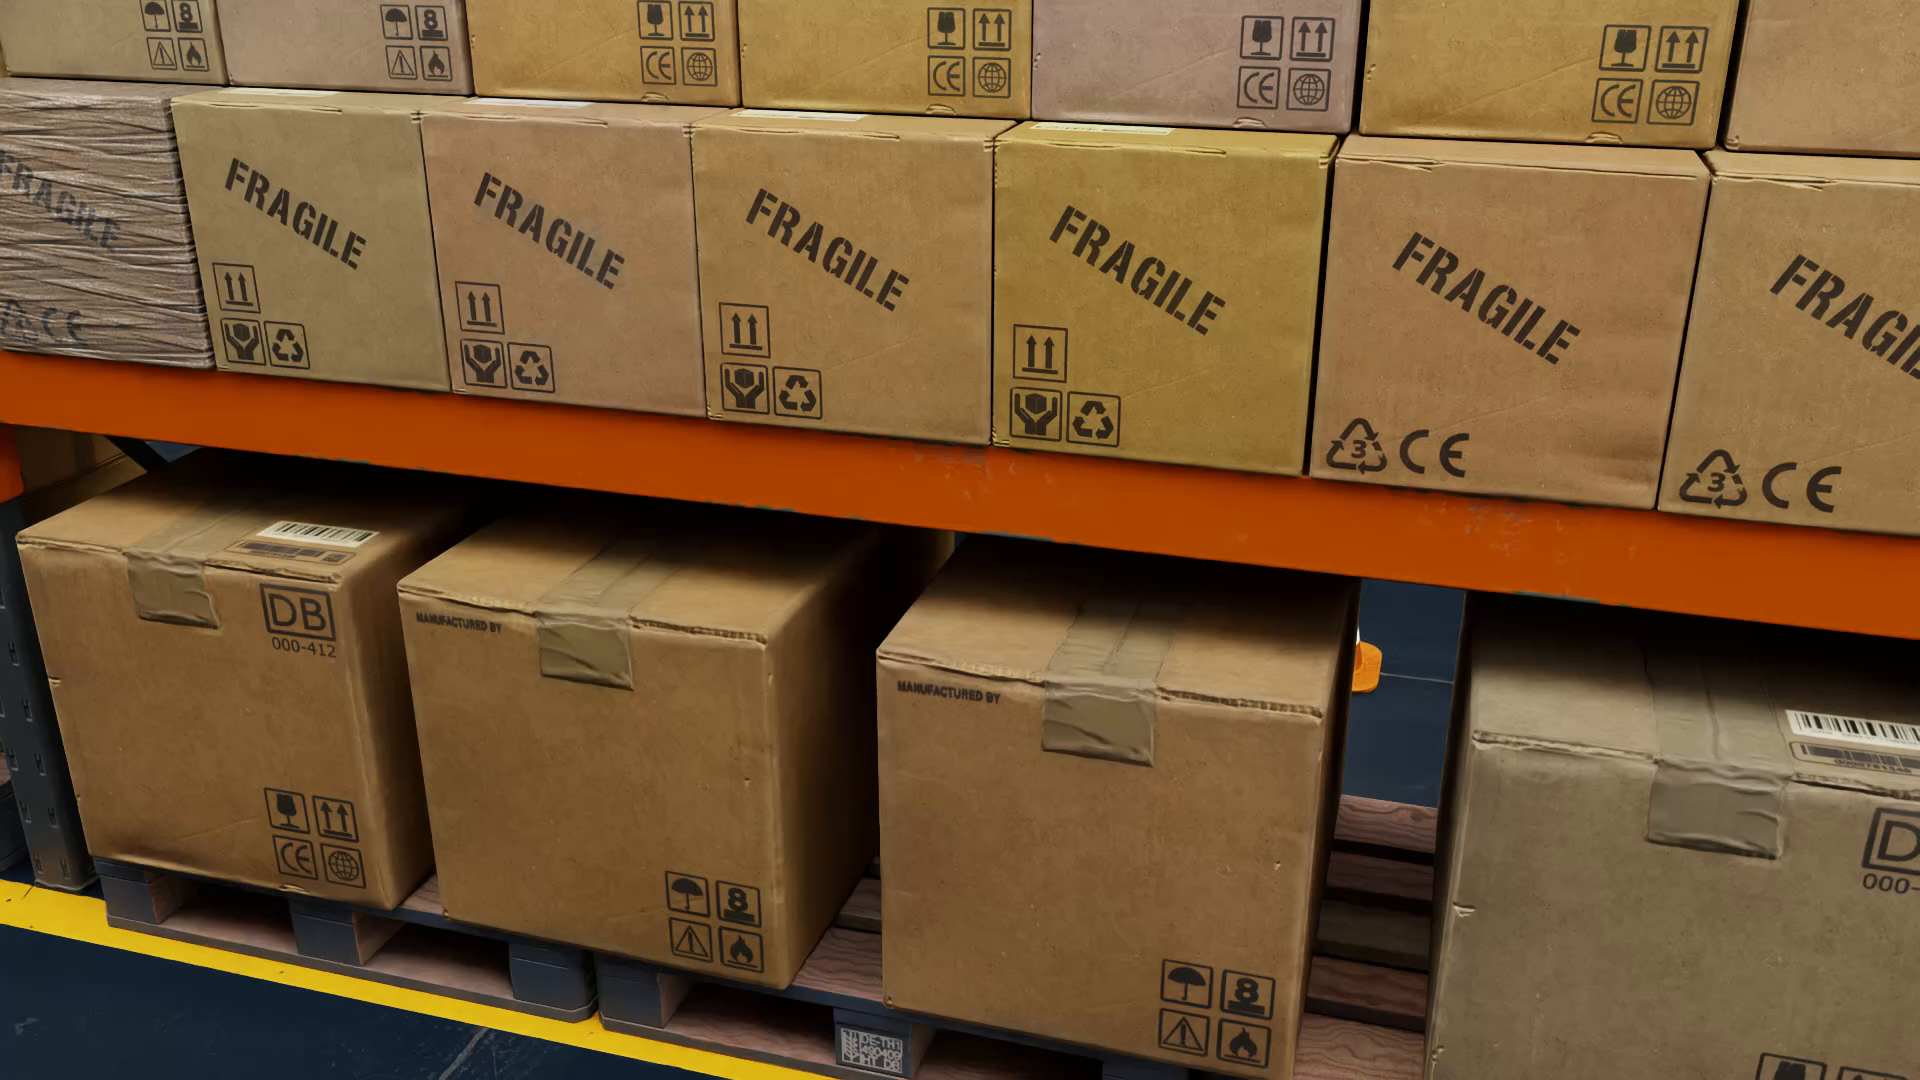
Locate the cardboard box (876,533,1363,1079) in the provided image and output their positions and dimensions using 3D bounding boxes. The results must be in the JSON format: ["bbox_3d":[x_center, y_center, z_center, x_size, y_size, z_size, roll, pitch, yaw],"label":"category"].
[{"bbox_3d":[0.365,0.378,3.307,0.750,0.750,1.050,7,23,15],"label":"cardboard box"}]

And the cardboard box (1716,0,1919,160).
[{"bbox_3d":[1.431,-0.887,2.531,0.500,0.500,0.700,6,23,15],"label":"cardboard box"}]

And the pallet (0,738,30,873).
[{"bbox_3d":[-2.669,0.440,4.420,1.213,0.211,1.003,7,23,16],"label":"pallet"}]

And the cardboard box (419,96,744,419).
[{"bbox_3d":[-0.599,-0.553,3.034,0.500,0.500,0.500,7,23,15],"label":"cardboard box"}]

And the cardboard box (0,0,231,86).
[{"bbox_3d":[-1.494,-1.220,3.343,0.500,0.500,0.700,6,23,15],"label":"cardboard box"}]

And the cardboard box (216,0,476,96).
[{"bbox_3d":[-1.010,-1.165,3.210,0.500,0.500,0.700,6,23,15],"label":"cardboard box"}]

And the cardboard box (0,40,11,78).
[{"bbox_3d":[-2.326,-1.106,3.899,0.250,0.149,0.380,8,24,18],"label":"cardboard box"}]

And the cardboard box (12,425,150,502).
[{"bbox_3d":[-2.512,-0.313,4.332,0.500,0.250,0.500,5,23,13],"label":"cardboard box"}]

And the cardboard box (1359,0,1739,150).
[{"bbox_3d":[0.938,-0.943,2.666,0.500,0.500,0.700,6,23,15],"label":"cardboard box"}]

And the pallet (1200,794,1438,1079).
[{"bbox_3d":[1.148,0.907,3.281,1.213,0.211,1.003,7,23,16],"label":"pallet"}]

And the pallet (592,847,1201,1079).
[{"bbox_3d":[-0.024,0.774,3.605,1.213,0.211,1.003,7,23,16],"label":"pallet"}]

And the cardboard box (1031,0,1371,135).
[{"bbox_3d":[0.454,-0.998,2.802,0.500,0.500,0.700,7,23,16],"label":"cardboard box"}]

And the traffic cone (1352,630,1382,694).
[{"bbox_3d":[1.060,0.152,4.789,0.334,0.463,0.336,7,23,16],"label":"traffic cone"}]

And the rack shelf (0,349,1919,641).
[{"bbox_3d":[-0.007,-0.212,3.283,4.000,0.370,1.077,7,23,16],"label":"rack shelf"}]

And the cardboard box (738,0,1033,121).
[{"bbox_3d":[-0.029,-1.054,2.938,0.500,0.500,0.700,6,23,15],"label":"cardboard box"}]

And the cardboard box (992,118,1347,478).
[{"bbox_3d":[0.364,-0.443,2.766,0.500,0.500,0.500,7,23,16],"label":"cardboard box"}]

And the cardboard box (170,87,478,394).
[{"bbox_3d":[-1.082,-0.609,3.170,0.500,0.500,0.500,6,23,15],"label":"cardboard box"}]

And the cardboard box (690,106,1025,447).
[{"bbox_3d":[-0.123,-0.498,2.899,0.500,0.500,0.500,6,23,15],"label":"cardboard box"}]

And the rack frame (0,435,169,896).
[{"bbox_3d":[-1.921,-0.764,3.681,0.127,3.000,1.000,7,23,16],"label":"rack frame"}]

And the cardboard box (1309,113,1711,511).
[{"bbox_3d":[0.848,-0.388,2.631,0.500,0.500,0.500,6,23,15],"label":"cardboard box"}]

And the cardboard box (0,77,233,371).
[{"bbox_3d":[-1.570,-0.663,3.303,0.500,0.500,0.500,7,23,16],"label":"cardboard box"}]

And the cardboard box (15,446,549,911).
[{"bbox_3d":[-1.364,0.182,3.786,0.750,0.750,1.050,6,23,15],"label":"cardboard box"}]

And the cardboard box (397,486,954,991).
[{"bbox_3d":[-0.526,0.276,3.555,0.750,0.750,1.050,7,23,16],"label":"cardboard box"}]

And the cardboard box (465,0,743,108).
[{"bbox_3d":[-0.518,-1.110,3.074,0.500,0.500,0.700,6,23,15],"label":"cardboard box"}]

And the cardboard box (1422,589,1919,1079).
[{"bbox_3d":[1.288,0.485,3.045,0.750,0.750,1.050,6,23,15],"label":"cardboard box"}]

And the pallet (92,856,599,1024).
[{"bbox_3d":[-1.188,0.640,3.933,1.213,0.211,1.003,7,23,16],"label":"pallet"}]

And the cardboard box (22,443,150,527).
[{"bbox_3d":[-2.525,0.028,4.491,0.500,0.500,0.500,6,23,13],"label":"cardboard box"}]

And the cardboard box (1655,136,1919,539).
[{"bbox_3d":[1.331,-0.332,2.496,0.500,0.500,0.500,6,23,15],"label":"cardboard box"}]
